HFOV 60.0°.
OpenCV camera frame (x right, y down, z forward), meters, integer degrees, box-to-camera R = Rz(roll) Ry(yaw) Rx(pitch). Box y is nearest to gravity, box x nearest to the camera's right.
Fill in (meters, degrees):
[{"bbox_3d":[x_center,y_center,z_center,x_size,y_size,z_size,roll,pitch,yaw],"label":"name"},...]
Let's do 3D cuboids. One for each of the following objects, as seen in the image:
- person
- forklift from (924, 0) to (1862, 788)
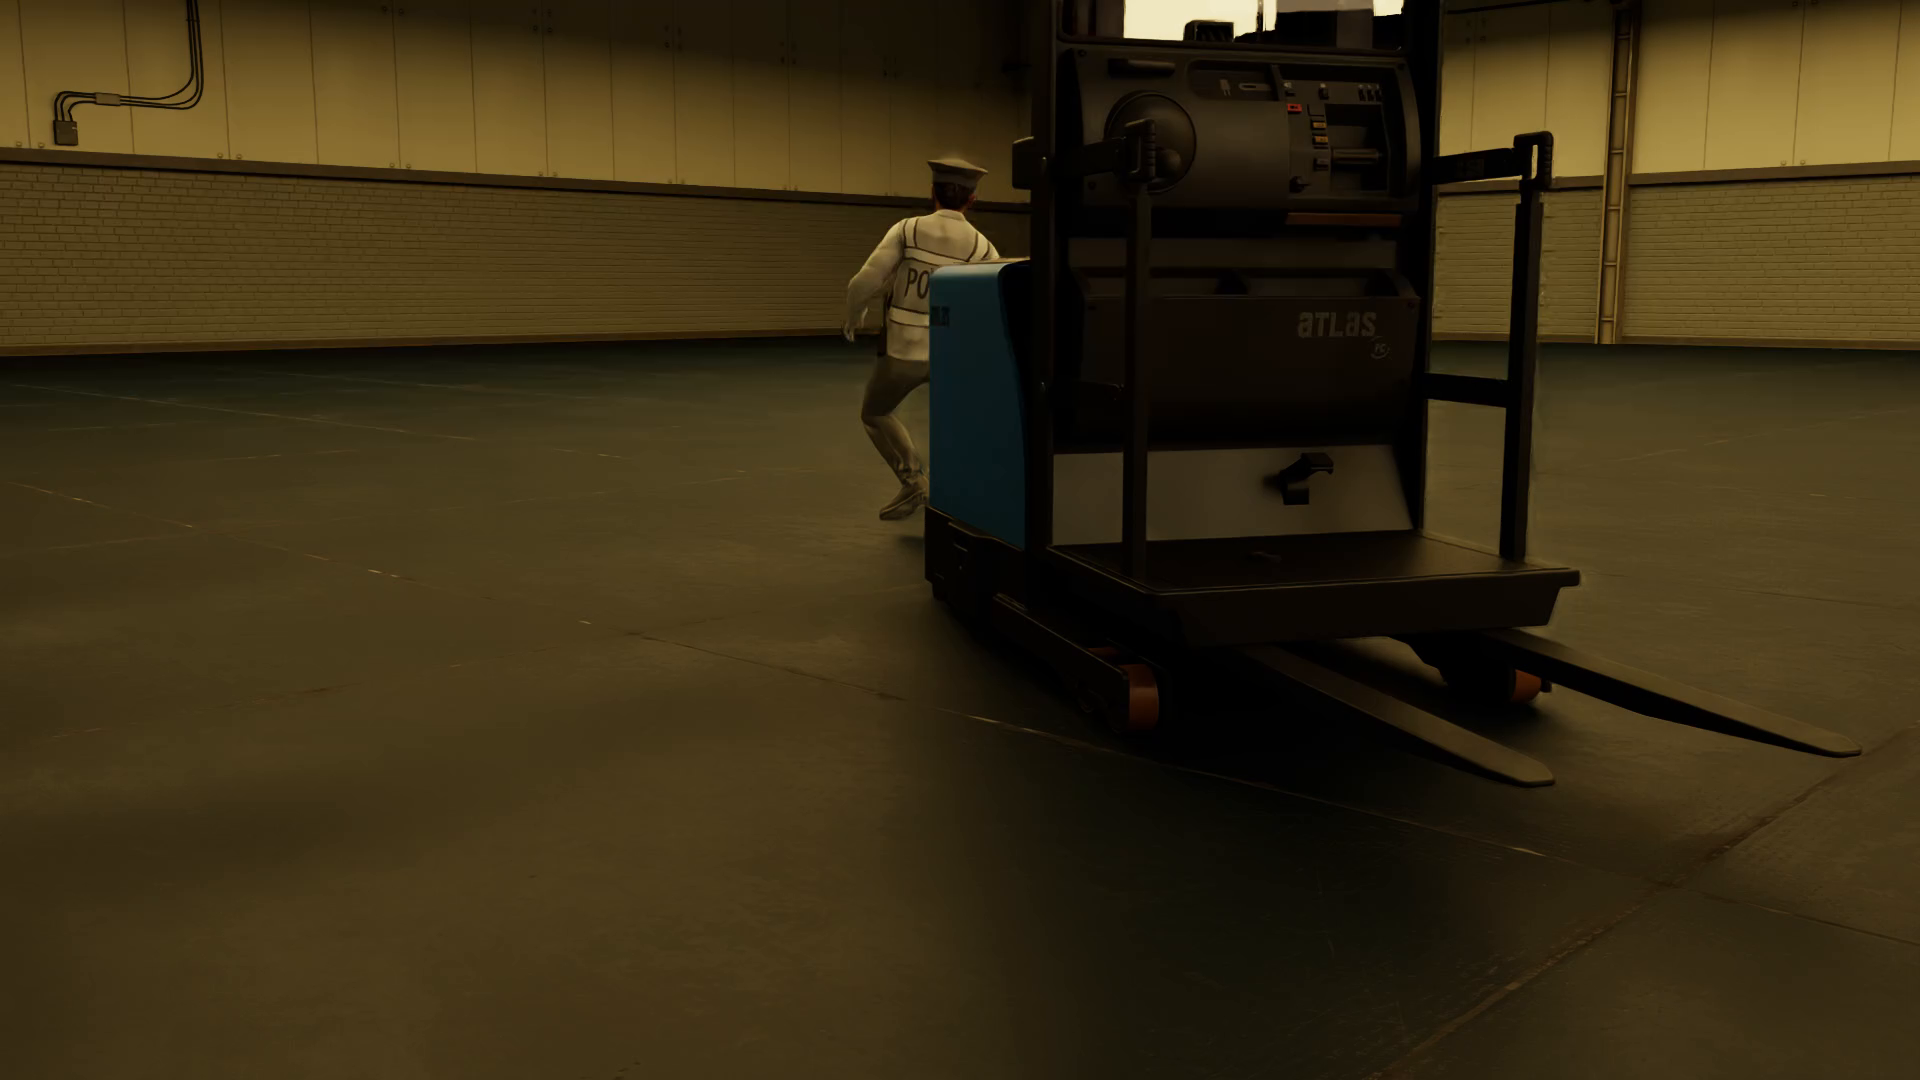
[{"bbox_3d":[-0.093,-0.791,6.869,0.766,1.515,0.634,-1,9,-5],"label":"person"},{"bbox_3d":[0.790,-1.071,3.985,1.130,2.935,3.031,-3,9,-16],"label":"forklift"}]
